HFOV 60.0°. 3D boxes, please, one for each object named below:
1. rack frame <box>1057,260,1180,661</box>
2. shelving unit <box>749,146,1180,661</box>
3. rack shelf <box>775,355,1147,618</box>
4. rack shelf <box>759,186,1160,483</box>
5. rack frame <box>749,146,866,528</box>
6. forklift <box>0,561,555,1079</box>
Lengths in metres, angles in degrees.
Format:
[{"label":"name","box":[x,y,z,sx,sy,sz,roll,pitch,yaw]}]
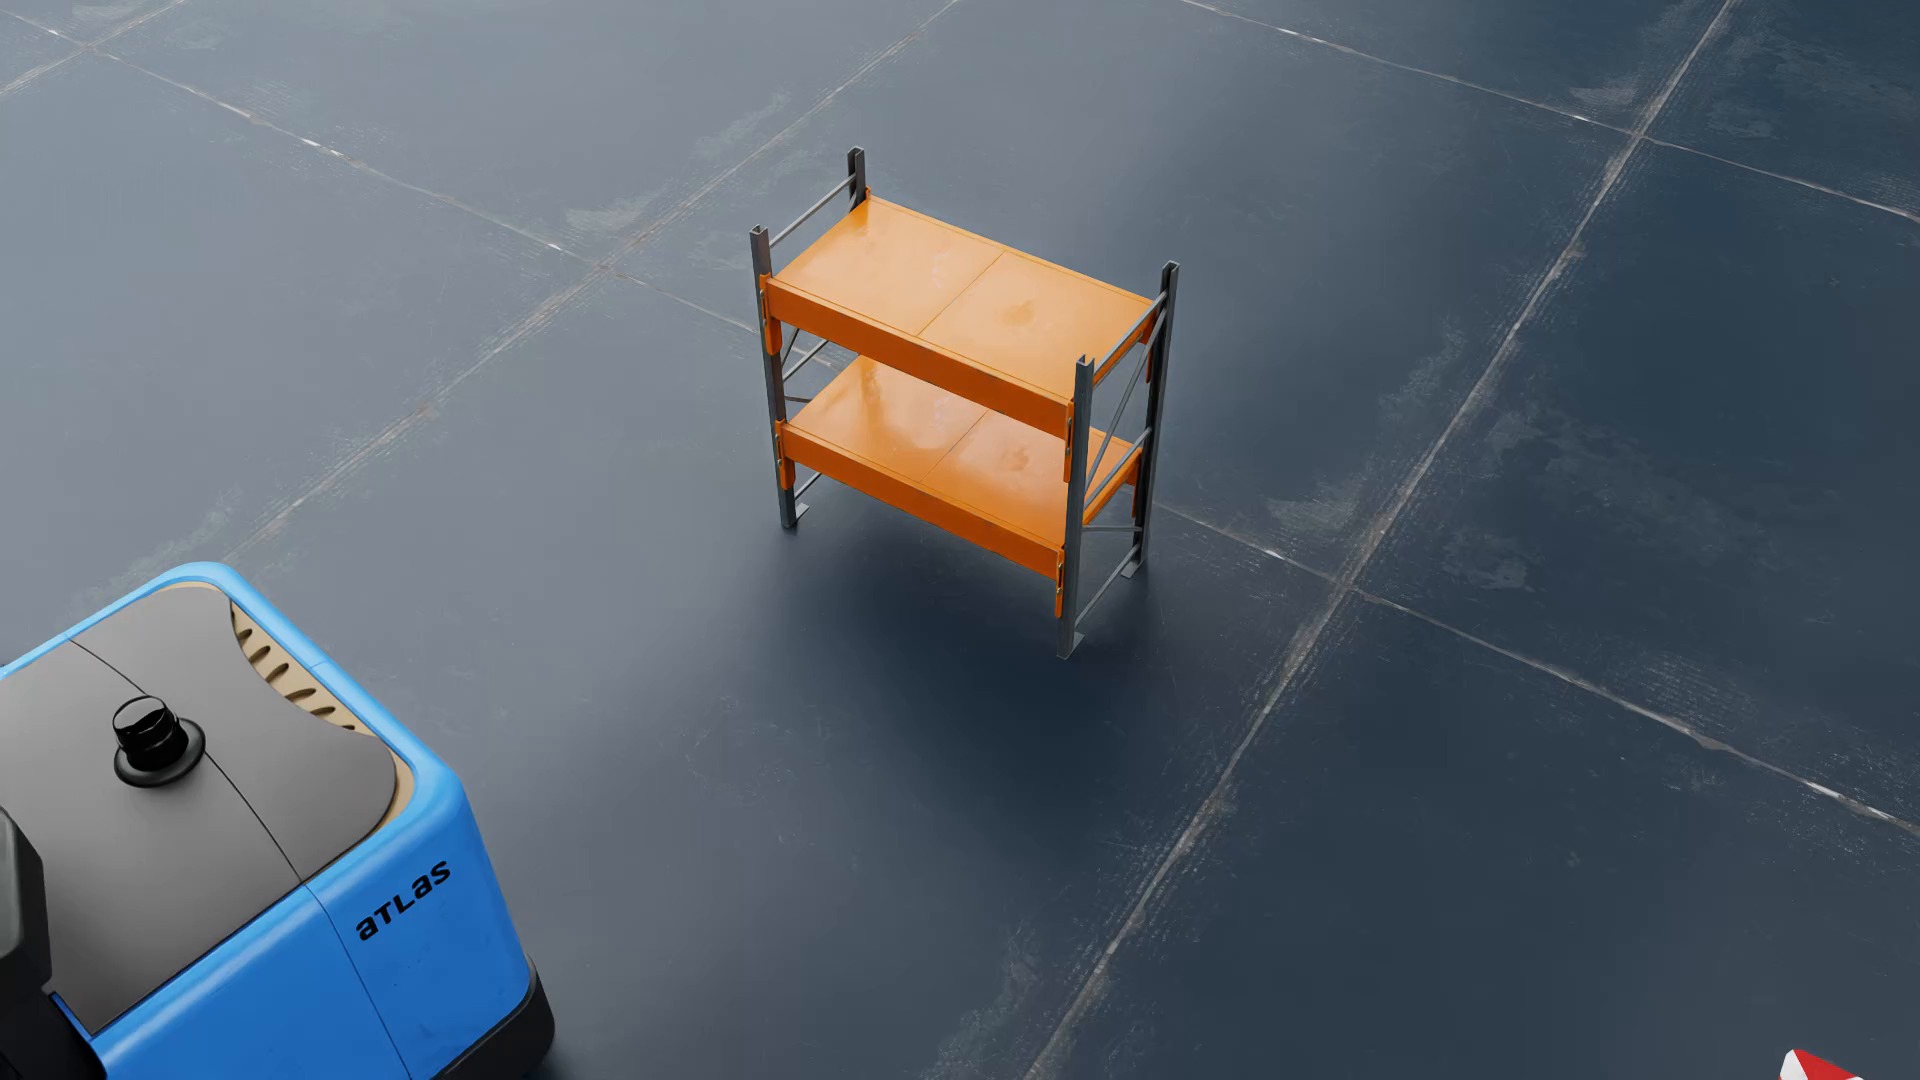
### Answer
[{"label":"rack frame","box":[0.434,-0.193,4.653,0.032,1.125,0.500,25,51,22]},{"label":"shelving unit","box":[0.006,-0.389,4.844,1.048,1.125,0.538,25,51,22]},{"label":"rack shelf","box":[0.006,-0.219,5.019,1.000,0.278,0.538,25,51,22]},{"label":"rack shelf","box":[0.006,-0.593,4.634,1.000,0.278,0.538,25,51,22]},{"label":"rack frame","box":[-0.422,-0.586,5.035,0.032,1.125,0.500,25,51,22]},{"label":"forklift","box":[-2.338,0.763,2.465,1.130,2.935,3.031,33,54,28]}]
